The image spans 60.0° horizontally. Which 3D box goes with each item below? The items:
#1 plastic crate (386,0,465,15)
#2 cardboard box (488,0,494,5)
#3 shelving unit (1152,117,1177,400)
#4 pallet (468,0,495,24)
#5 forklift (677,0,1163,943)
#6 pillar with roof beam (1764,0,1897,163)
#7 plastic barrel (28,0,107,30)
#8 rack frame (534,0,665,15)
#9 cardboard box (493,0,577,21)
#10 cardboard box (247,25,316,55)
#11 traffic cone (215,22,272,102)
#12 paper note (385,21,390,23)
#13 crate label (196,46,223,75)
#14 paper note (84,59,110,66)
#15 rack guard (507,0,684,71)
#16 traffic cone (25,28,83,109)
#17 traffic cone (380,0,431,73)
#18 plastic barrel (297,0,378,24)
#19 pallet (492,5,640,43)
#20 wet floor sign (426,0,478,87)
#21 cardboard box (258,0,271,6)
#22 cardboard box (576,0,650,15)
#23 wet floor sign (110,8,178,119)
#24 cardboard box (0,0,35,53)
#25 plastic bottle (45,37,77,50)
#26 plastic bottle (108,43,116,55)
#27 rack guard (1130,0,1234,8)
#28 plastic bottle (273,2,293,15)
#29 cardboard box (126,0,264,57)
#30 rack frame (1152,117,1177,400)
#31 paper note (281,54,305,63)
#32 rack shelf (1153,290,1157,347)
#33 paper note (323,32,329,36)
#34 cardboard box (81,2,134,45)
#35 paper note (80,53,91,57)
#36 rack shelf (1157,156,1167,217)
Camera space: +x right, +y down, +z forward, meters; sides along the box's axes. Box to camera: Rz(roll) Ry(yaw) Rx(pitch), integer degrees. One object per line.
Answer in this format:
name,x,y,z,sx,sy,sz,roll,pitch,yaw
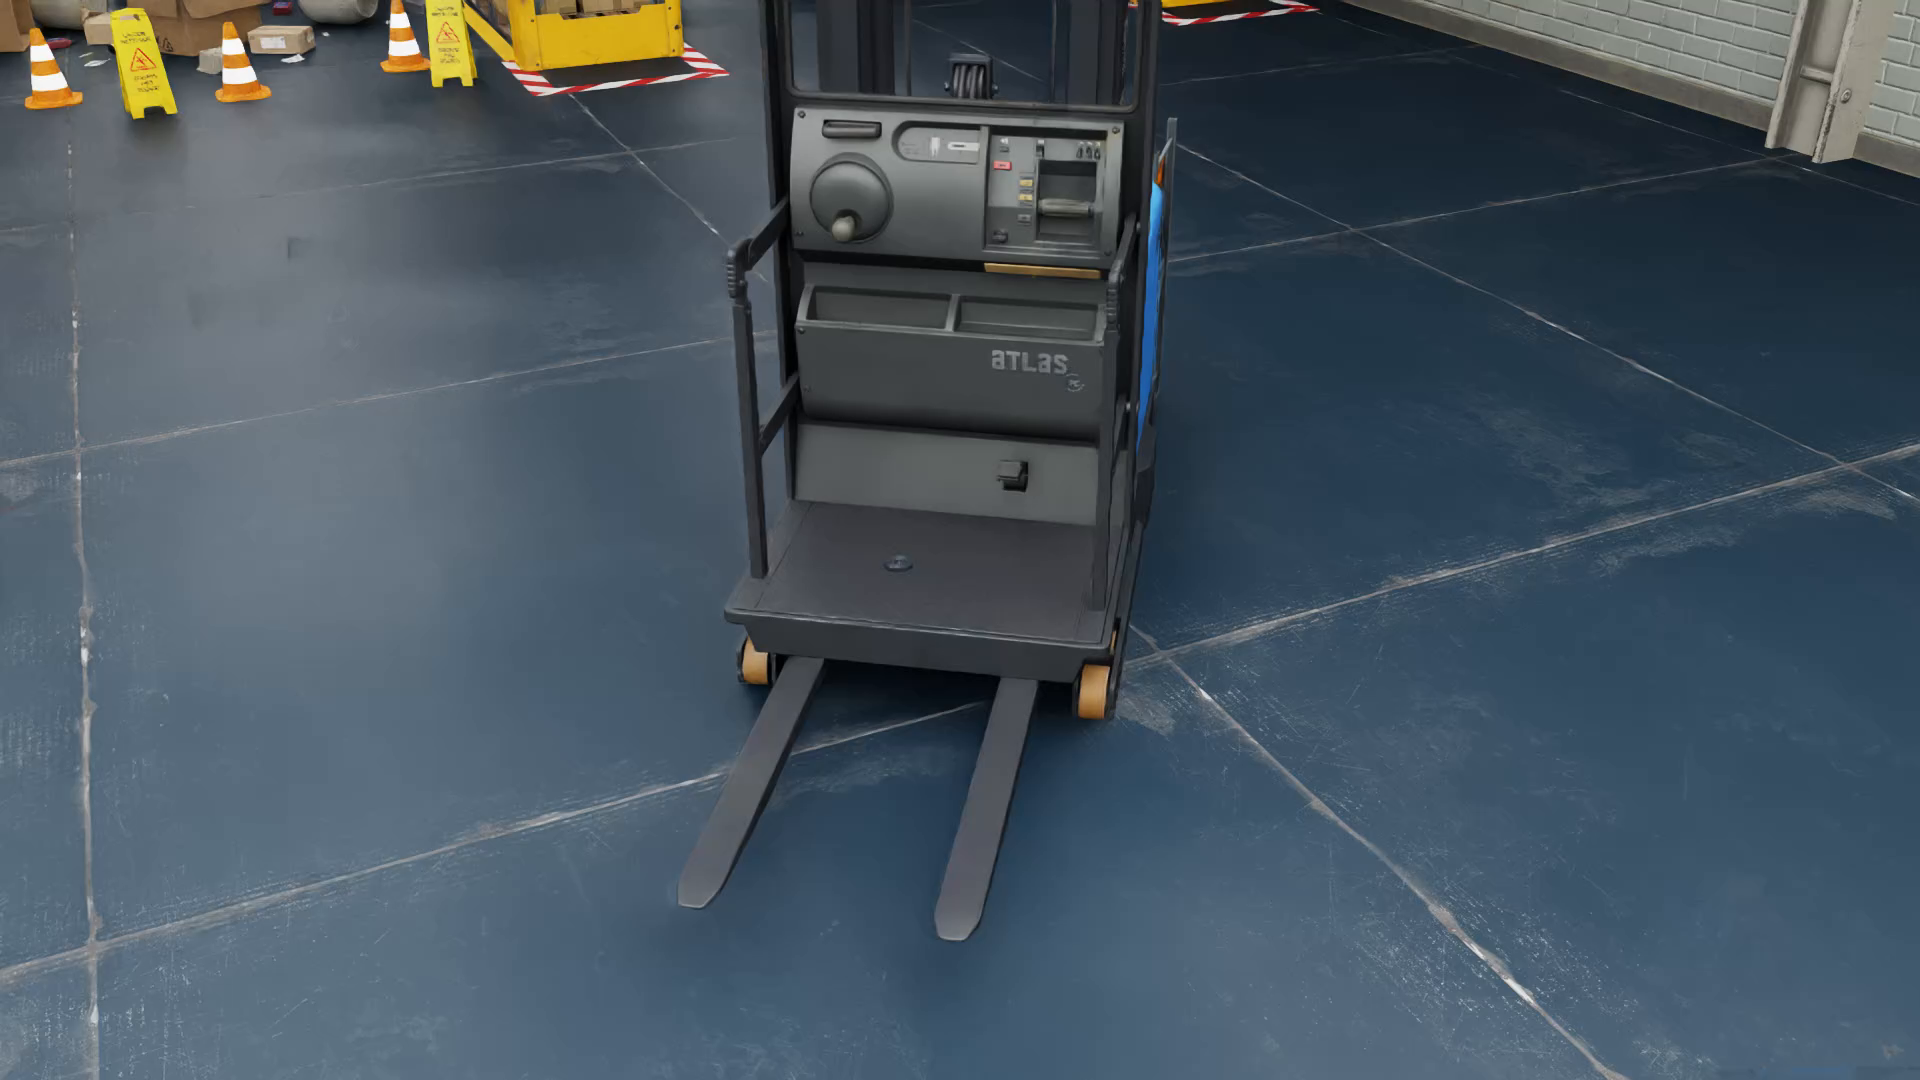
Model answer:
plastic crate,-4.321,-4.349,13.423,0.583,0.080,0.402,26,38,38
cardboard box,-3.343,-4.236,12.619,0.500,0.250,0.500,-13,32,-22
shelving unit,0.254,-1.056,6.484,1.048,1.125,0.538,7,30,13
pallet,-3.407,-4.443,13.457,1.003,0.211,1.213,-13,32,-22
forklift,-0.049,-0.948,4.445,1.130,2.935,3.031,5,30,9
pillar with roof beam,1.147,-5.324,6.044,9.100,9.000,0.400,-13,32,-22
plastic barrel,-6.809,-4.101,12.631,0.512,0.421,0.421,7,30,13
rack frame,-2.537,-4.721,11.102,1.000,3.000,0.127,-13,32,-22
cardboard box,-3.138,-4.016,12.227,0.500,0.250,0.500,-13,32,-22
cardboard box,-4.924,-3.632,12.075,0.380,0.149,0.250,2,29,4
traffic cone,-4.744,-3.150,10.895,0.336,0.463,0.334,-13,32,-22
paper note,-4.382,-4.032,12.908,0.148,0.019,0.142,26,38,38
crate label,-5.137,-3.342,11.571,0.298,0.136,0.250,19,34,30
paper note,-6.086,-3.372,11.734,0.144,0.017,0.142,-3,29,-5
rack guard,-2.570,-3.664,11.773,1.175,0.500,0.348,-13,32,-22
traffic cone,-5.910,-3.063,10.739,0.336,0.463,0.334,-13,32,-22
traffic cone,-3.887,-3.533,11.578,0.336,0.463,0.334,-13,32,-22
plastic barrel,-4.791,-4.192,12.792,0.512,0.421,0.421,7,30,13
pallet,-2.887,-3.904,12.497,1.003,0.211,1.213,-13,32,-22
wet floor sign,-3.422,-3.385,11.128,0.267,0.644,0.232,-3,29,-5
cardboard box,-5.843,-4.485,13.476,0.396,0.266,0.258,13,32,21
cardboard box,-2.634,-4.119,12.411,0.500,0.250,0.500,-13,32,-22
wet floor sign,-5.164,-3.013,10.463,0.267,0.644,0.232,-19,35,-30
cardboard box,-7.089,-3.844,12.092,0.500,0.500,0.500,-8,30,-13
plastic bottle,-6.624,-3.626,12.153,0.133,0.061,0.283,26,38,38
plastic bottle,-6.071,-3.556,12.030,0.283,0.061,0.133,26,38,38
rack guard,1.954,-4.664,13.556,1.175,0.500,0.348,-13,32,-22
plastic bottle,-5.394,-4.242,13.253,0.133,0.061,0.283,-8,30,-13
cardboard box,-5.578,-3.876,12.148,0.637,0.503,0.797,13,32,21
rack frame,0.746,-0.994,6.373,0.032,1.125,0.500,7,30,13
paper note,-4.741,-3.425,11.828,0.142,0.019,0.148,26,38,38
rack shelf,0.254,-0.843,6.603,1.000,0.278,0.538,7,30,13
paper note,-4.784,-3.815,12.543,0.032,0.001,0.123,-13,32,-22
cardboard box,-6.280,-3.839,12.324,0.396,0.266,0.258,-8,30,-13
paper note,-6.292,-3.486,11.957,0.032,0.001,0.123,2,29,4
rack shelf,0.254,-1.312,6.341,1.000,0.278,0.538,7,30,13
